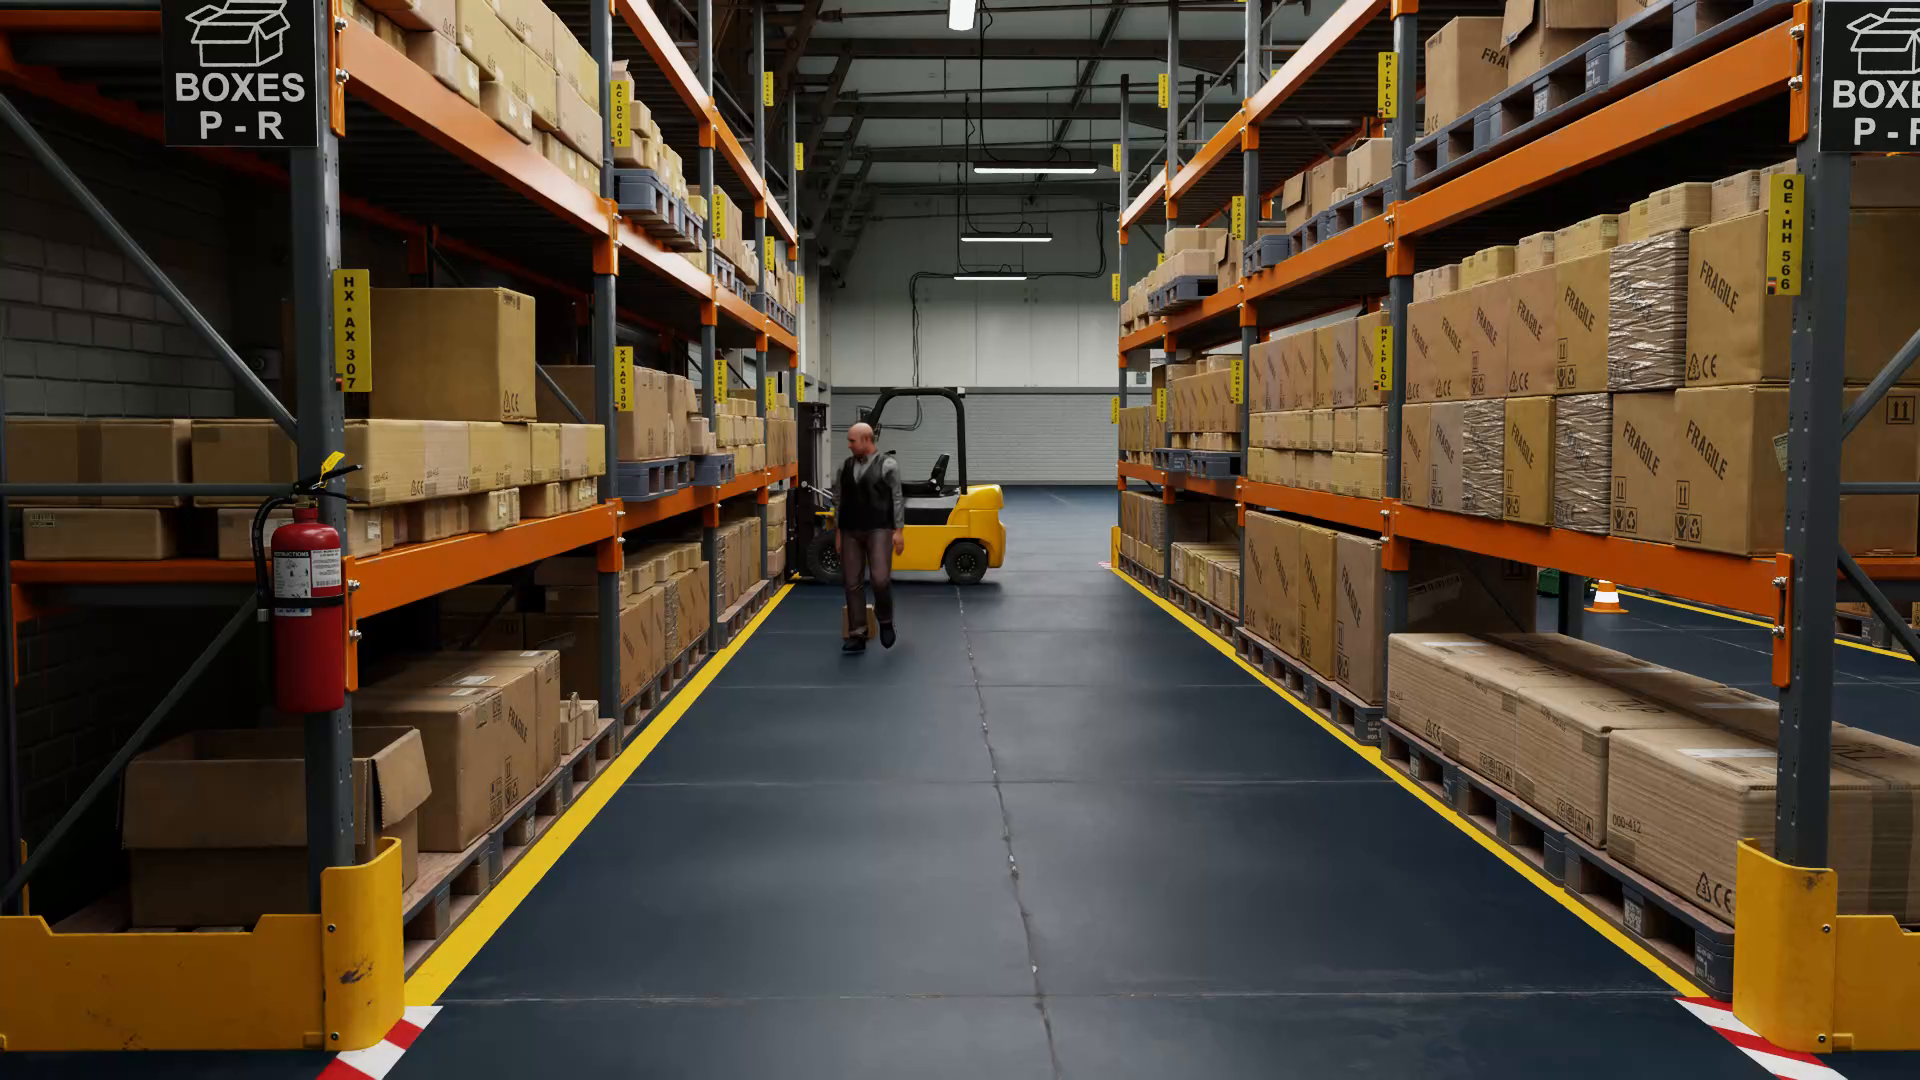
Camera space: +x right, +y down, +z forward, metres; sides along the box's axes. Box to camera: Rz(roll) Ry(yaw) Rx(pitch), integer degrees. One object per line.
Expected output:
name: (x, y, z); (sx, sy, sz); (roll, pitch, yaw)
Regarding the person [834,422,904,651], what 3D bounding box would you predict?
person: (-0.716, -0.026, 12.528); (0.559, 1.715, 0.472); (1, 4, 20)
